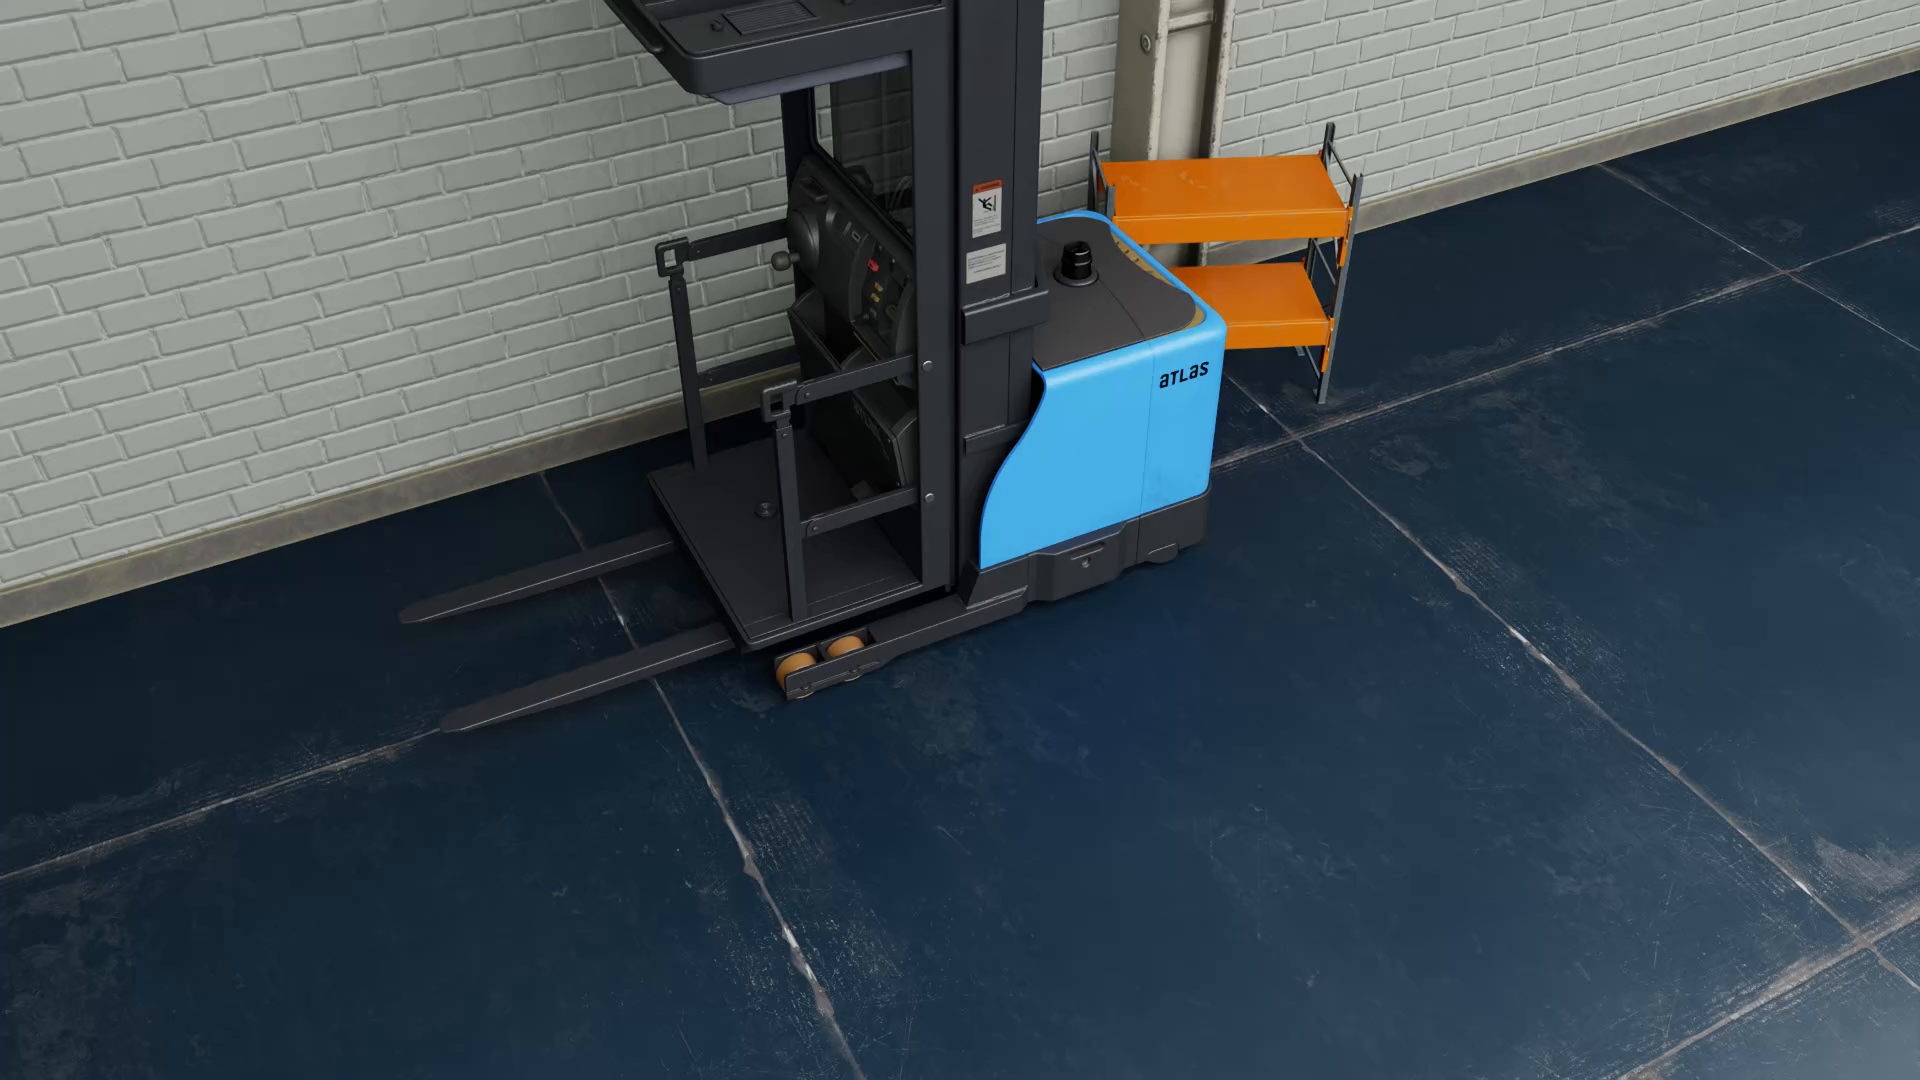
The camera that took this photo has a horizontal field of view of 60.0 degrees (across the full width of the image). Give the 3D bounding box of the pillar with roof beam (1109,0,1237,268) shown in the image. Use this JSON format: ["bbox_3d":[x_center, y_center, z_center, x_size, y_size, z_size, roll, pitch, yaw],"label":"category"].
[{"bbox_3d":[2.917,-2.092,2.257,0.400,9.000,9.100,-19,44,-21],"label":"pillar with roof beam"}]

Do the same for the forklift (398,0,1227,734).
[{"bbox_3d":[-0.561,-0.933,5.584,3.031,2.935,1.130,-18,44,-20],"label":"forklift"}]

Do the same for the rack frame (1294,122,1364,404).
[{"bbox_3d":[1.605,-1.201,7.298,0.032,1.125,0.500,-3,40,-3],"label":"rack frame"}]

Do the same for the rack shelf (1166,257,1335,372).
[{"bbox_3d":[1.098,-0.988,7.426,1.000,0.278,0.538,-3,40,-3],"label":"rack shelf"}]

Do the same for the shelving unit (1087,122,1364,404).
[{"bbox_3d":[1.098,-1.175,7.268,1.048,1.125,0.538,-3,40,-3],"label":"shelving unit"}]

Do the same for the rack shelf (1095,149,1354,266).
[{"bbox_3d":[1.098,-1.399,7.079,1.000,0.278,0.538,-3,40,-3],"label":"rack shelf"}]

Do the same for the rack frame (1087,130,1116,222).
[{"bbox_3d":[0.591,-1.149,7.237,0.032,1.125,0.500,-3,40,-3],"label":"rack frame"}]
